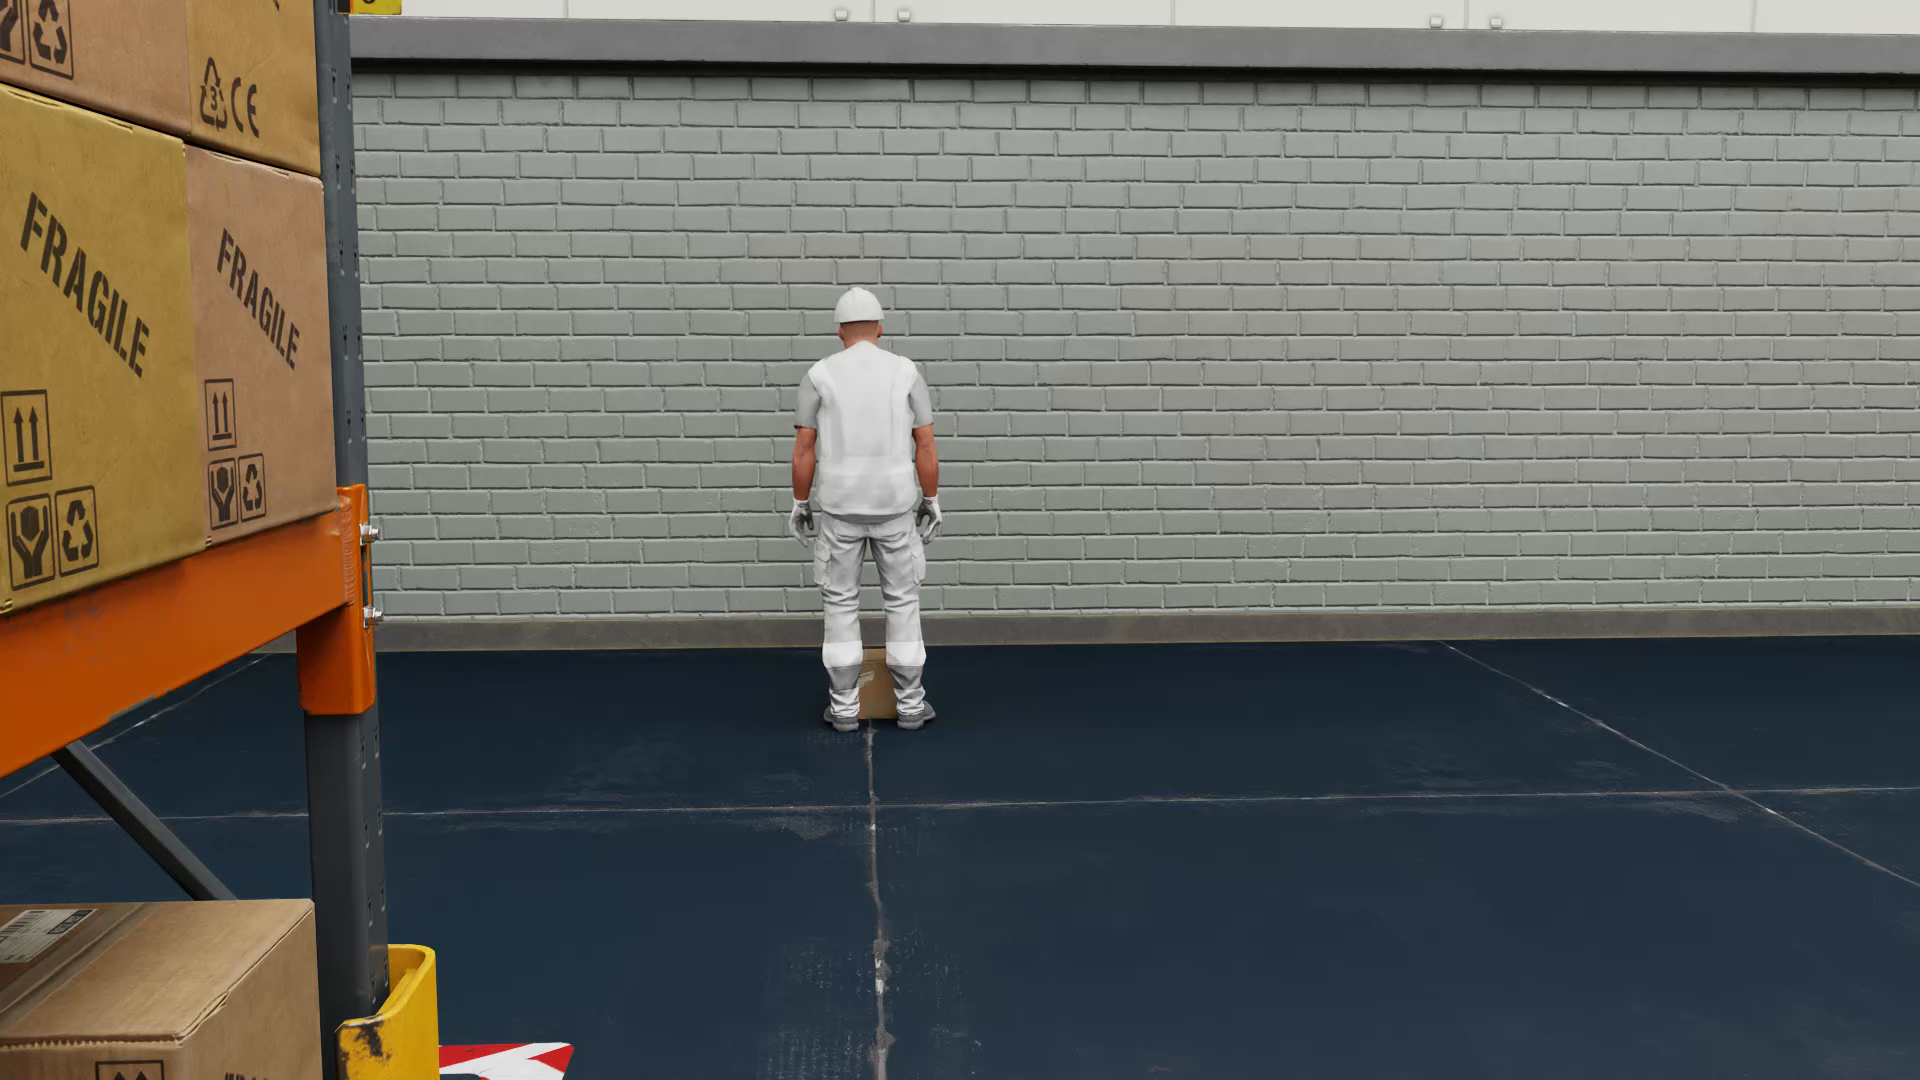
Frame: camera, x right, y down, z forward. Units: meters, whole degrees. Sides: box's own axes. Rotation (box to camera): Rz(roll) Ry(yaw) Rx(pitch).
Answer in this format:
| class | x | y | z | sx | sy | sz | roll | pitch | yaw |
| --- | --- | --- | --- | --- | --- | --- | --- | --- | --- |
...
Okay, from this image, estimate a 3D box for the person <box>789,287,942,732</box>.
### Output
| class | x | y | z | sx | sy | sz | roll | pitch | yaw |
| --- | --- | --- | --- | --- | --- | --- | --- | --- | --- |
| person | -0.379 | -0.124 | 6.724 | 0.621 | 1.779 | 0.453 | -1 | 7 | -5 |
